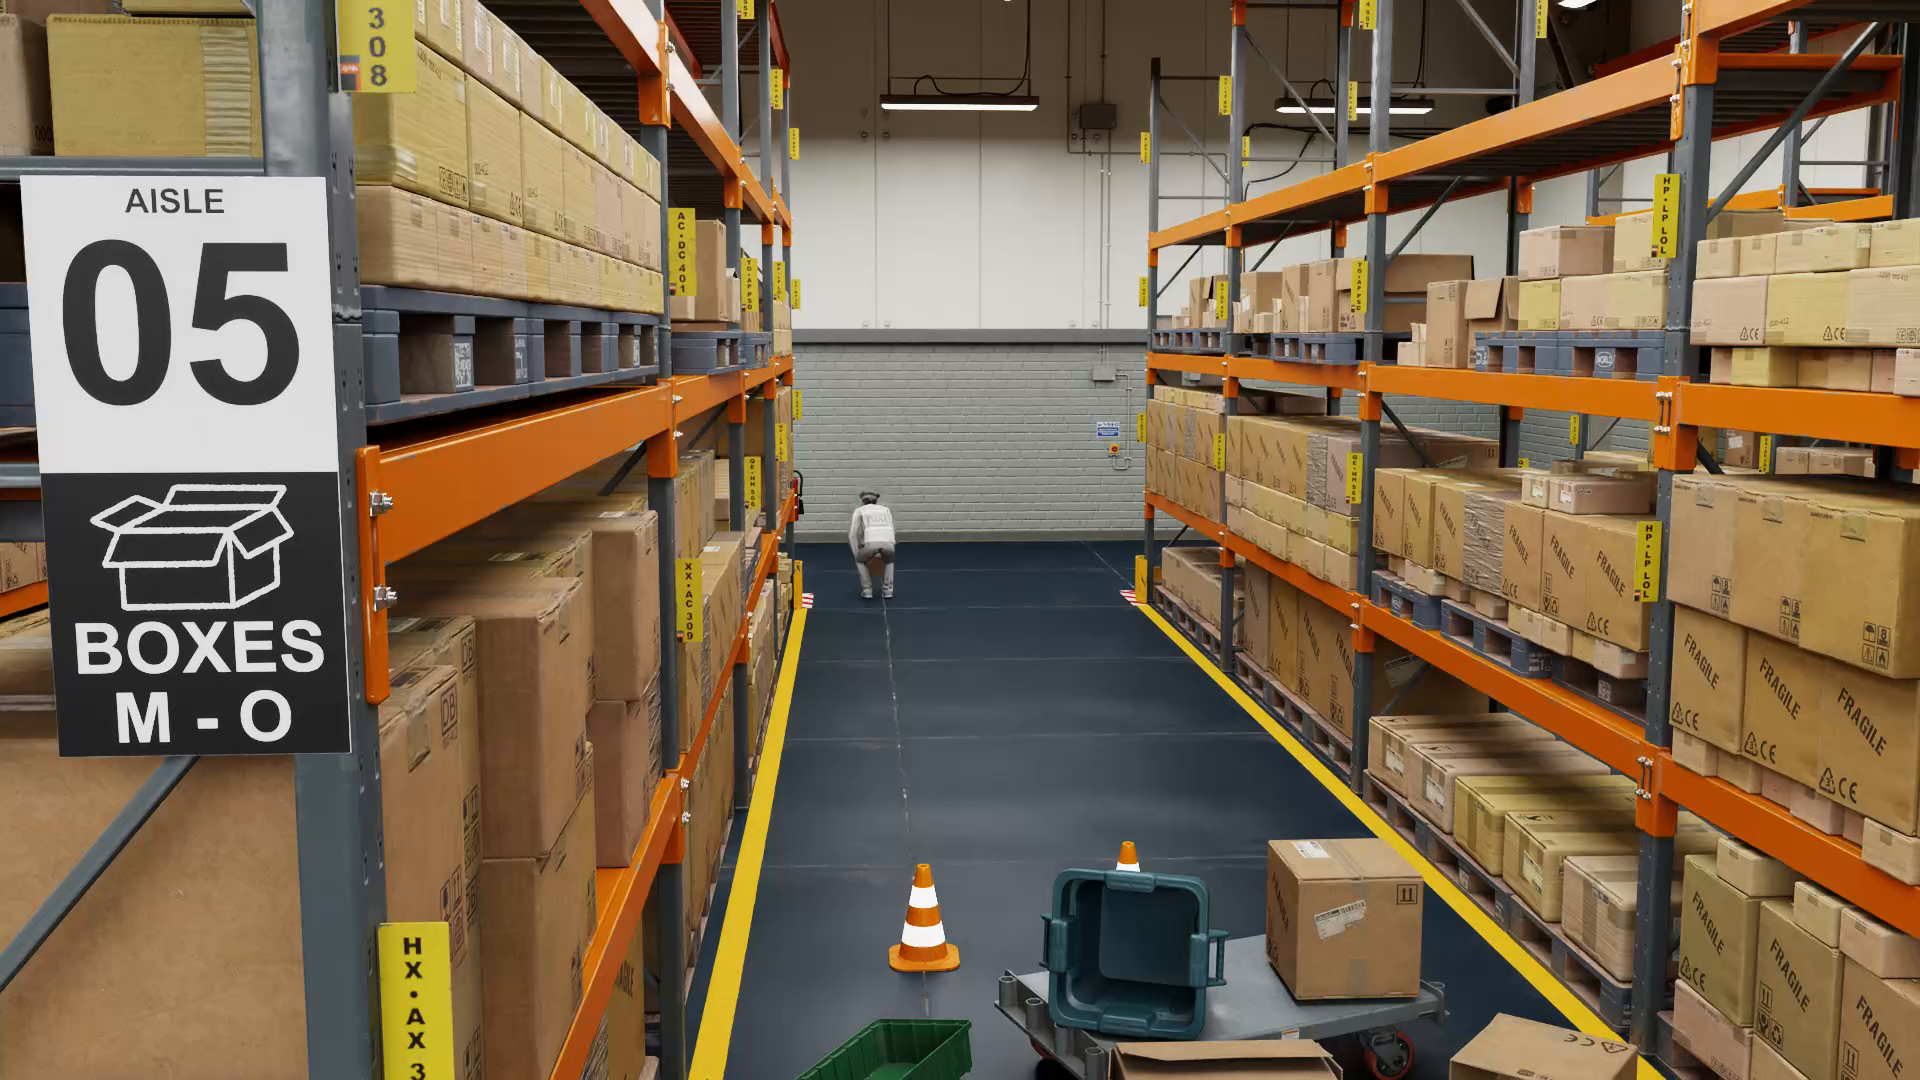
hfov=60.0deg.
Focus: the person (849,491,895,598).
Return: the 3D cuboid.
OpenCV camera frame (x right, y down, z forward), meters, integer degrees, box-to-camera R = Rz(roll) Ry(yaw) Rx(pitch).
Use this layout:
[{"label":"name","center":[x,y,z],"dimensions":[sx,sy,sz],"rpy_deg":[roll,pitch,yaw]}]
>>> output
[{"label":"person","center":[-1.005,0.056,19.176],"dimensions":[0.527,1.213,0.780],"rpy_deg":[-1,7,-10]}]
